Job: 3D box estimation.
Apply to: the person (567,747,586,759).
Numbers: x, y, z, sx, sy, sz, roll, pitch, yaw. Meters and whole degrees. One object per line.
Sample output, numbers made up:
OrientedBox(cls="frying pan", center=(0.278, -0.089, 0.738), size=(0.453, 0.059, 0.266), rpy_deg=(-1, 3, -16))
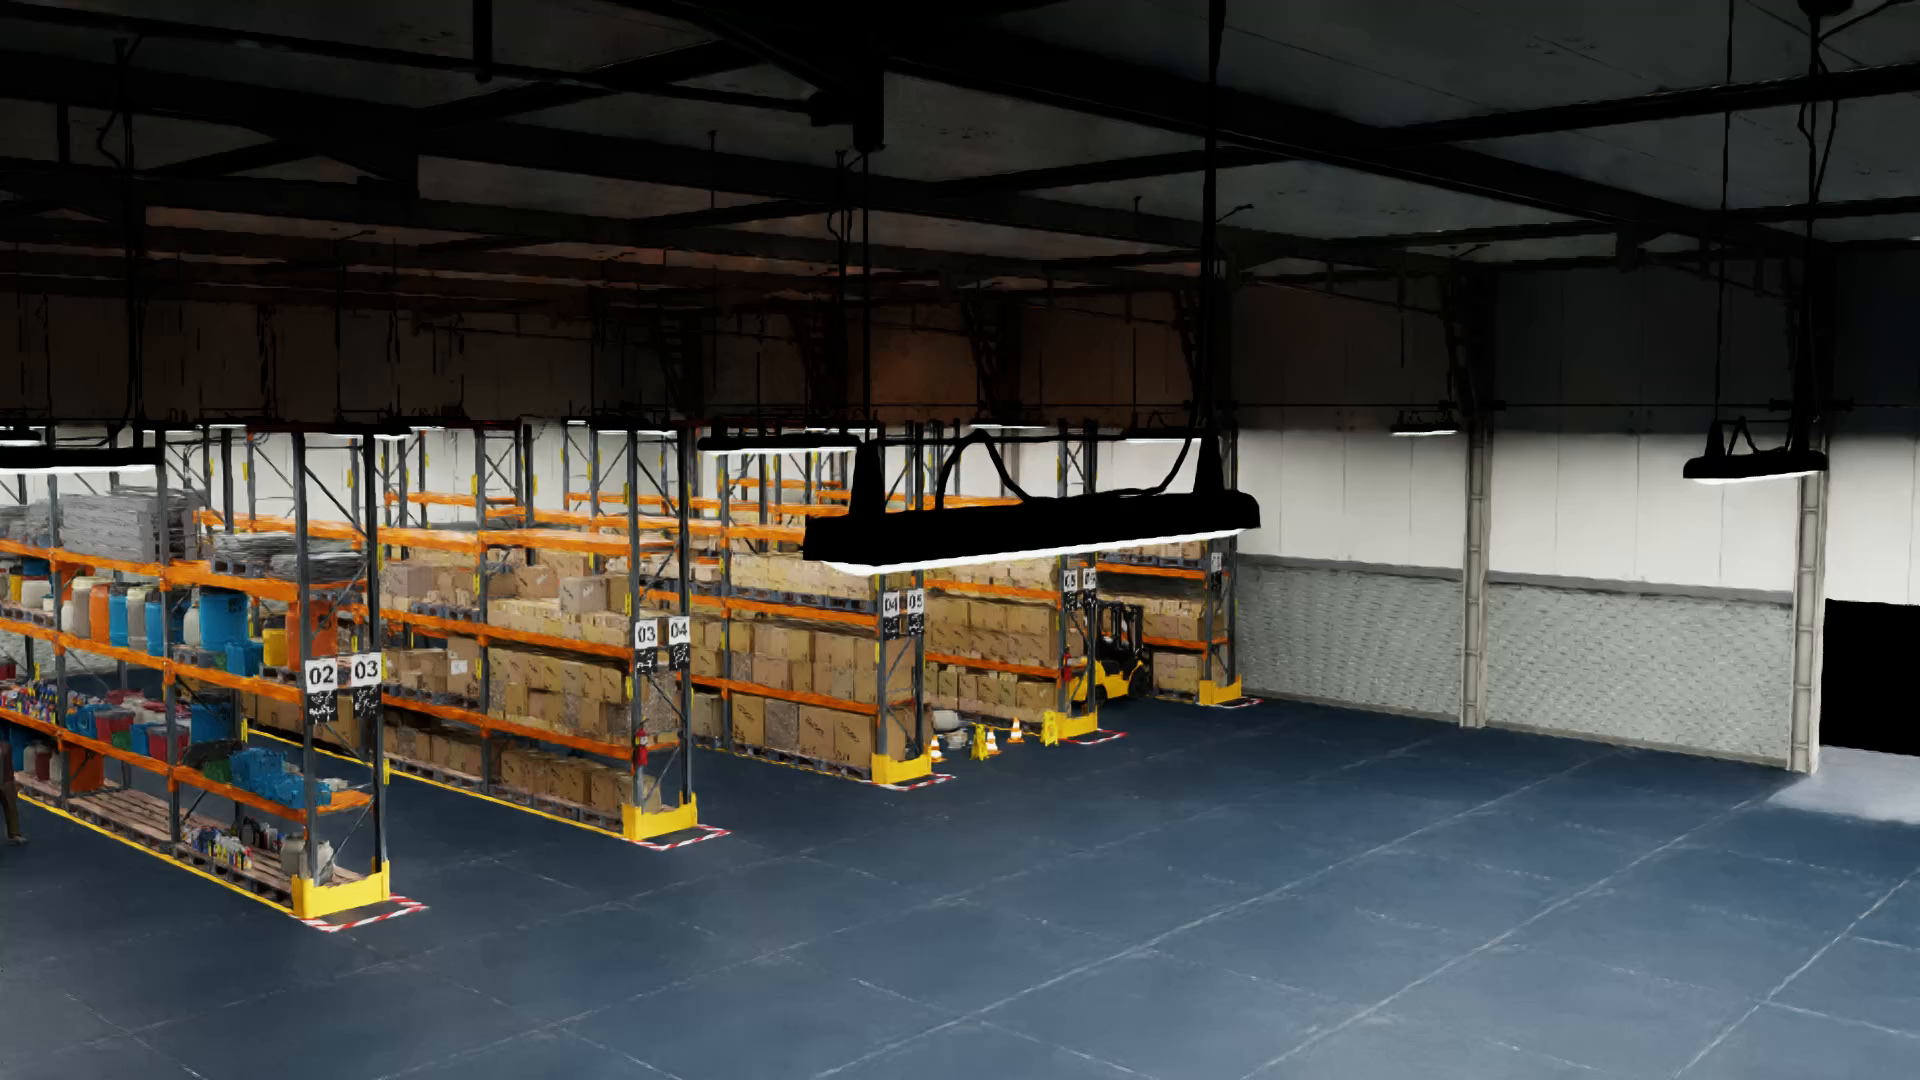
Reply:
OrientedBox(cls="person", center=(-6.659, 3.186, 29.212), size=(0.519, 1.534, 0.566), rpy_deg=(4, 6, 40))

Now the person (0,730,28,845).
OrientedBox(cls="person", center=(-13.855, 3.512, 23.885), size=(1.193, 1.698, 0.598), rpy_deg=(4, 6, 44))
